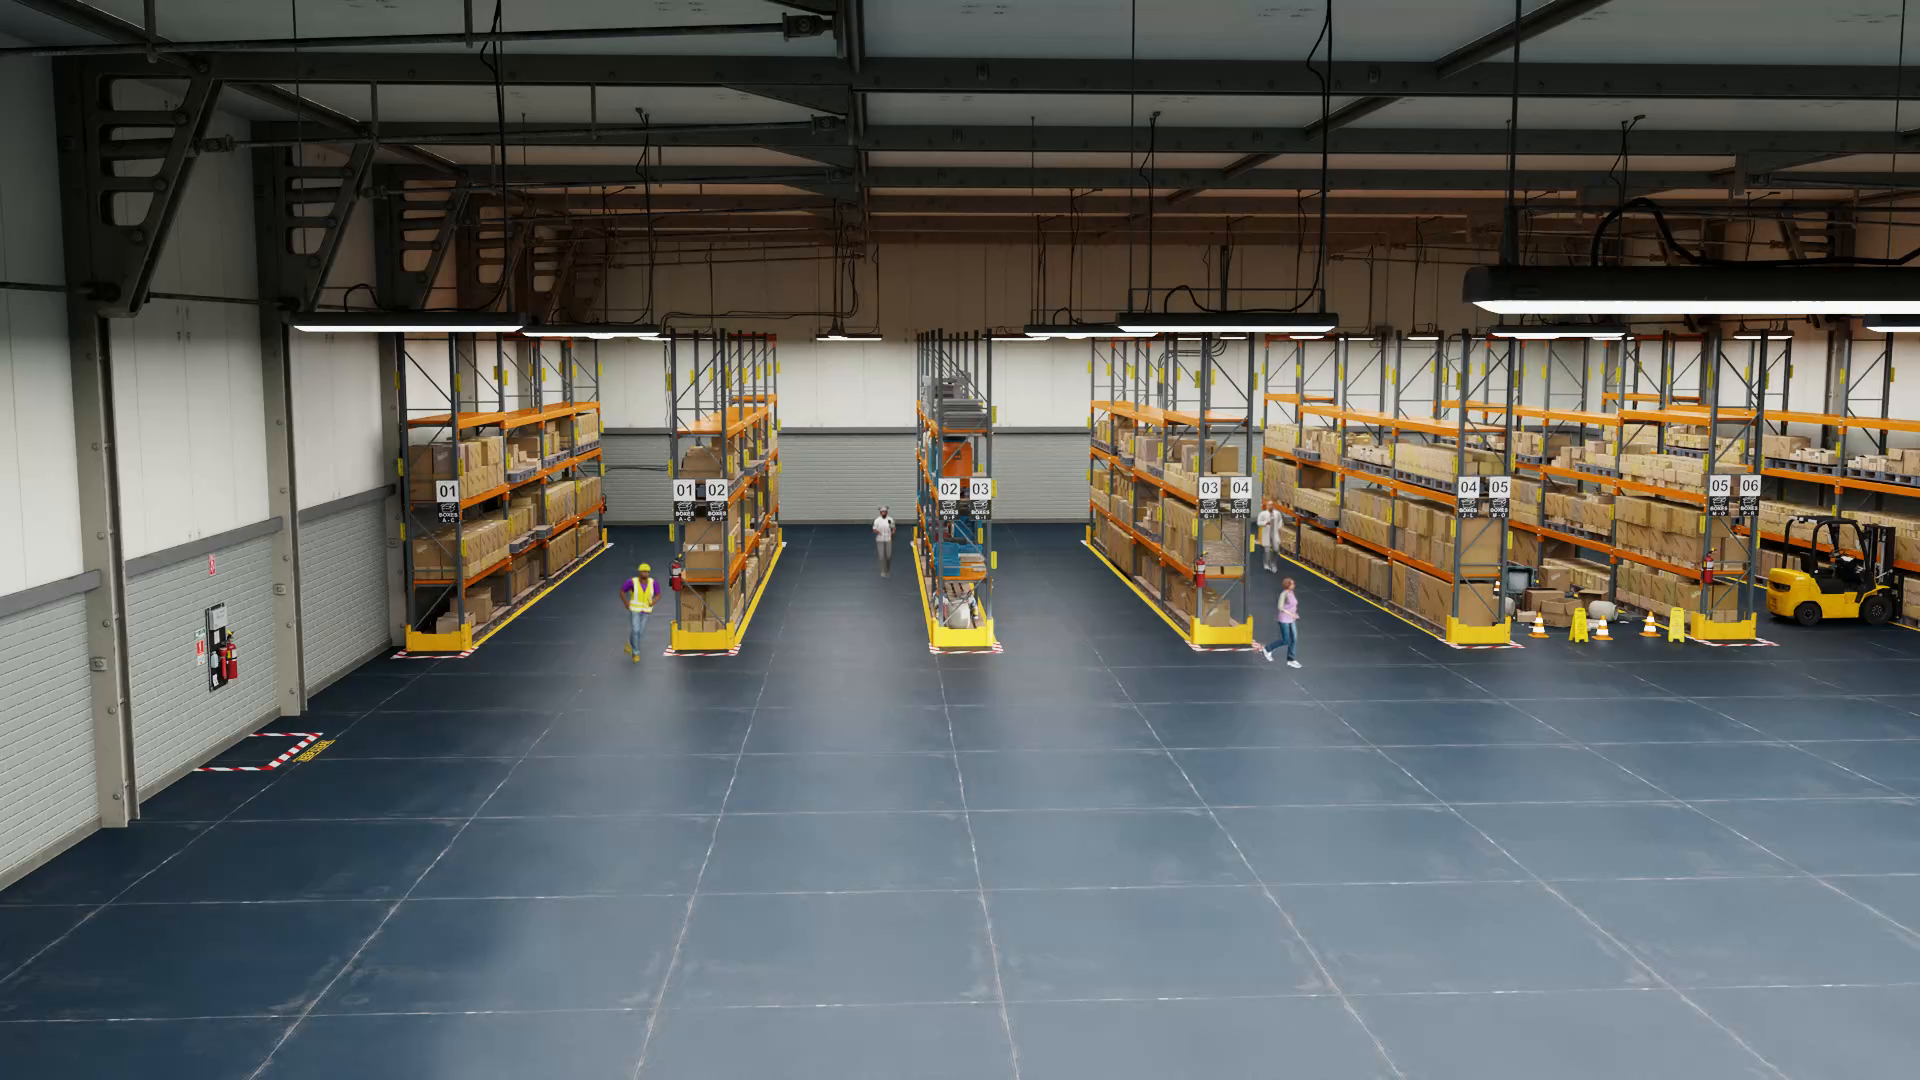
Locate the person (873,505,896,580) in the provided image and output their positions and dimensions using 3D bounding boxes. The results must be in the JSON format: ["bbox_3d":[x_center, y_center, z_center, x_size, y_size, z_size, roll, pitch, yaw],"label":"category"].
[{"bbox_3d":[-1.742,0.065,38.677,0.560,1.744,0.603,-1,7,-6],"label":"person"}]

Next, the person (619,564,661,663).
[{"bbox_3d":[-5.812,1.293,30.355,0.733,1.744,0.912,-4,8,-29],"label":"person"}]

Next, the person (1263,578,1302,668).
[{"bbox_3d":[5.776,1.458,29.628,0.722,1.600,0.565,5,8,34],"label":"person"}]

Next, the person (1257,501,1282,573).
[{"bbox_3d":[7.799,-0.072,41.778,0.688,1.834,0.785,0,7,-1],"label":"person"}]
